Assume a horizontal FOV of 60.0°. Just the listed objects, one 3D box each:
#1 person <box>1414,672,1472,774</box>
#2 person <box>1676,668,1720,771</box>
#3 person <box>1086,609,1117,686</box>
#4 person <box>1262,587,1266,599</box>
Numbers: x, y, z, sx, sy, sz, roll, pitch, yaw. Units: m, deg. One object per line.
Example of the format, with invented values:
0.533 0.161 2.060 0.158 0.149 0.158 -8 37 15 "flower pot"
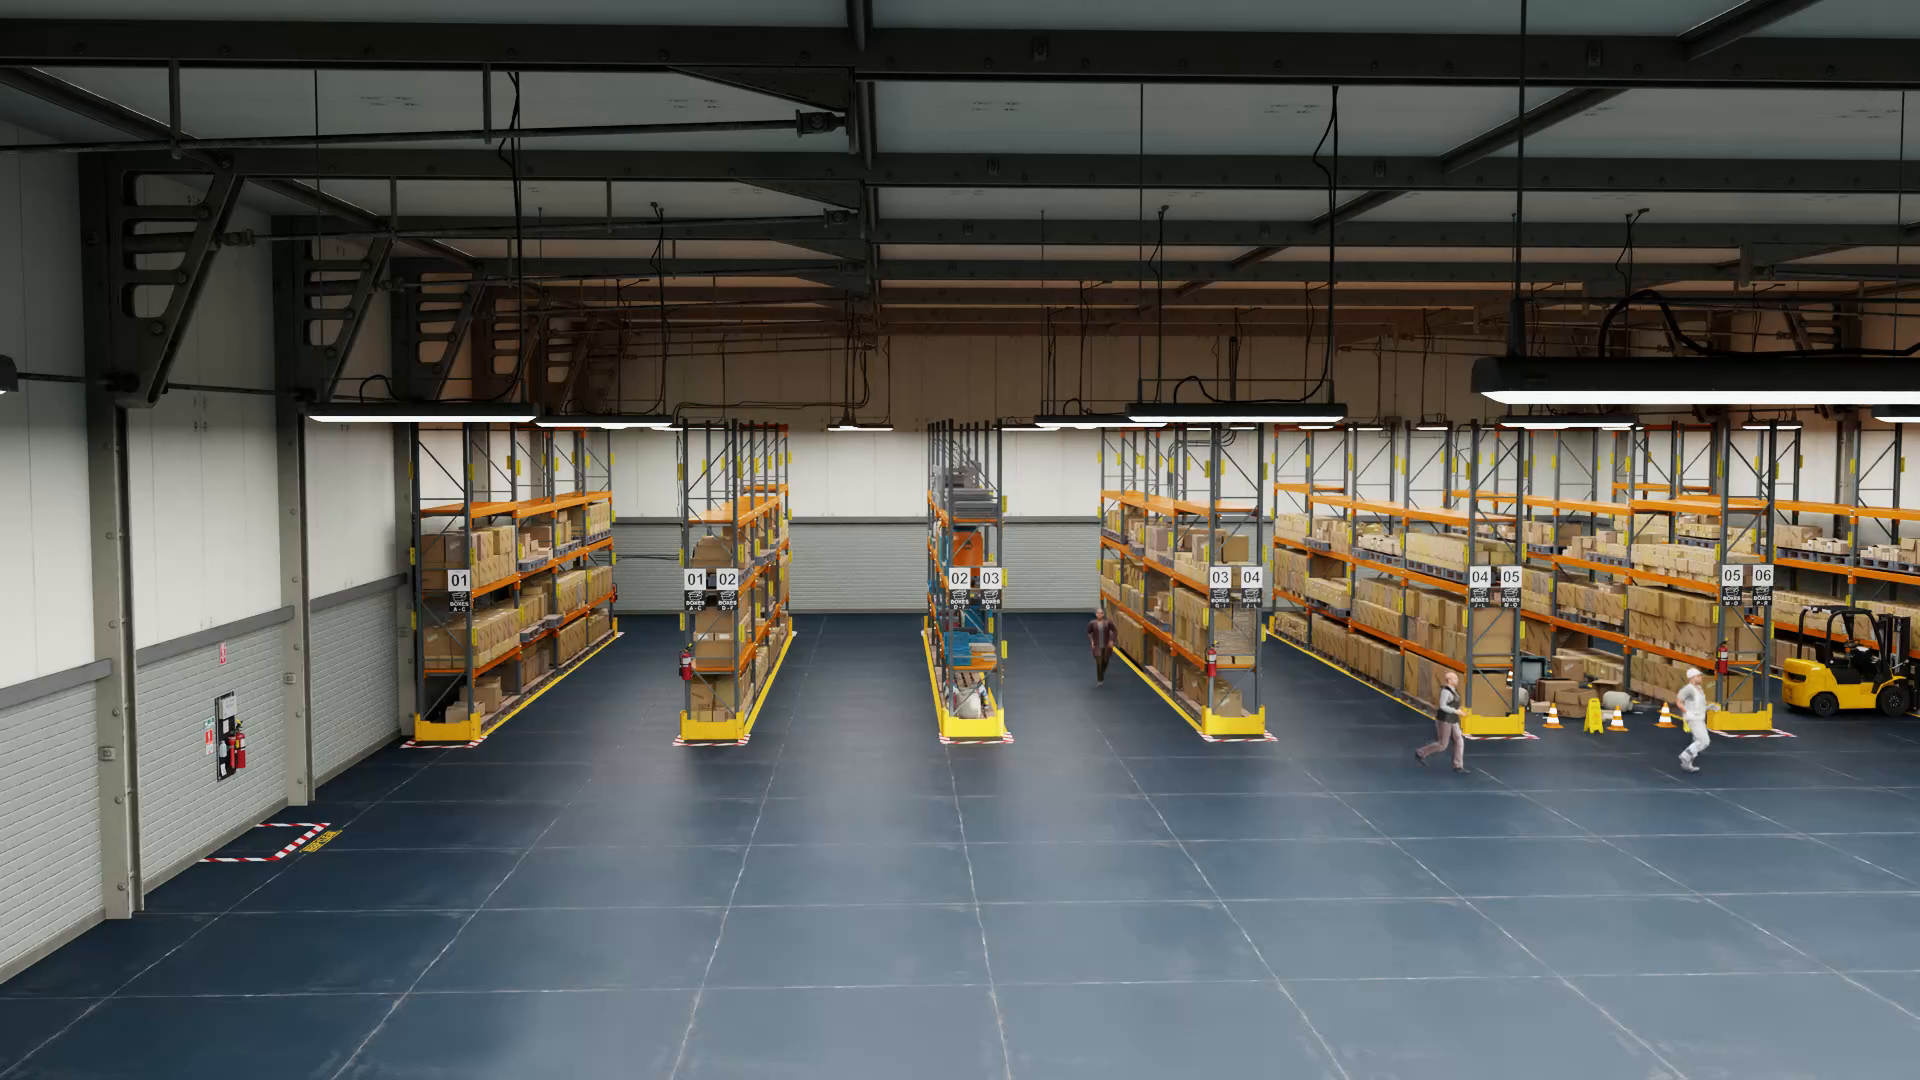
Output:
8.159 3.161 28.035 0.934 1.528 0.648 2 4 34 "person"
12.456 3.039 28.039 0.584 1.742 0.643 3 5 41 "person"
3.224 2.430 37.927 0.712 1.757 0.716 0 4 6 "person"
8.547 1.828 48.555 0.543 1.580 0.664 -2 4 -25 "person"
